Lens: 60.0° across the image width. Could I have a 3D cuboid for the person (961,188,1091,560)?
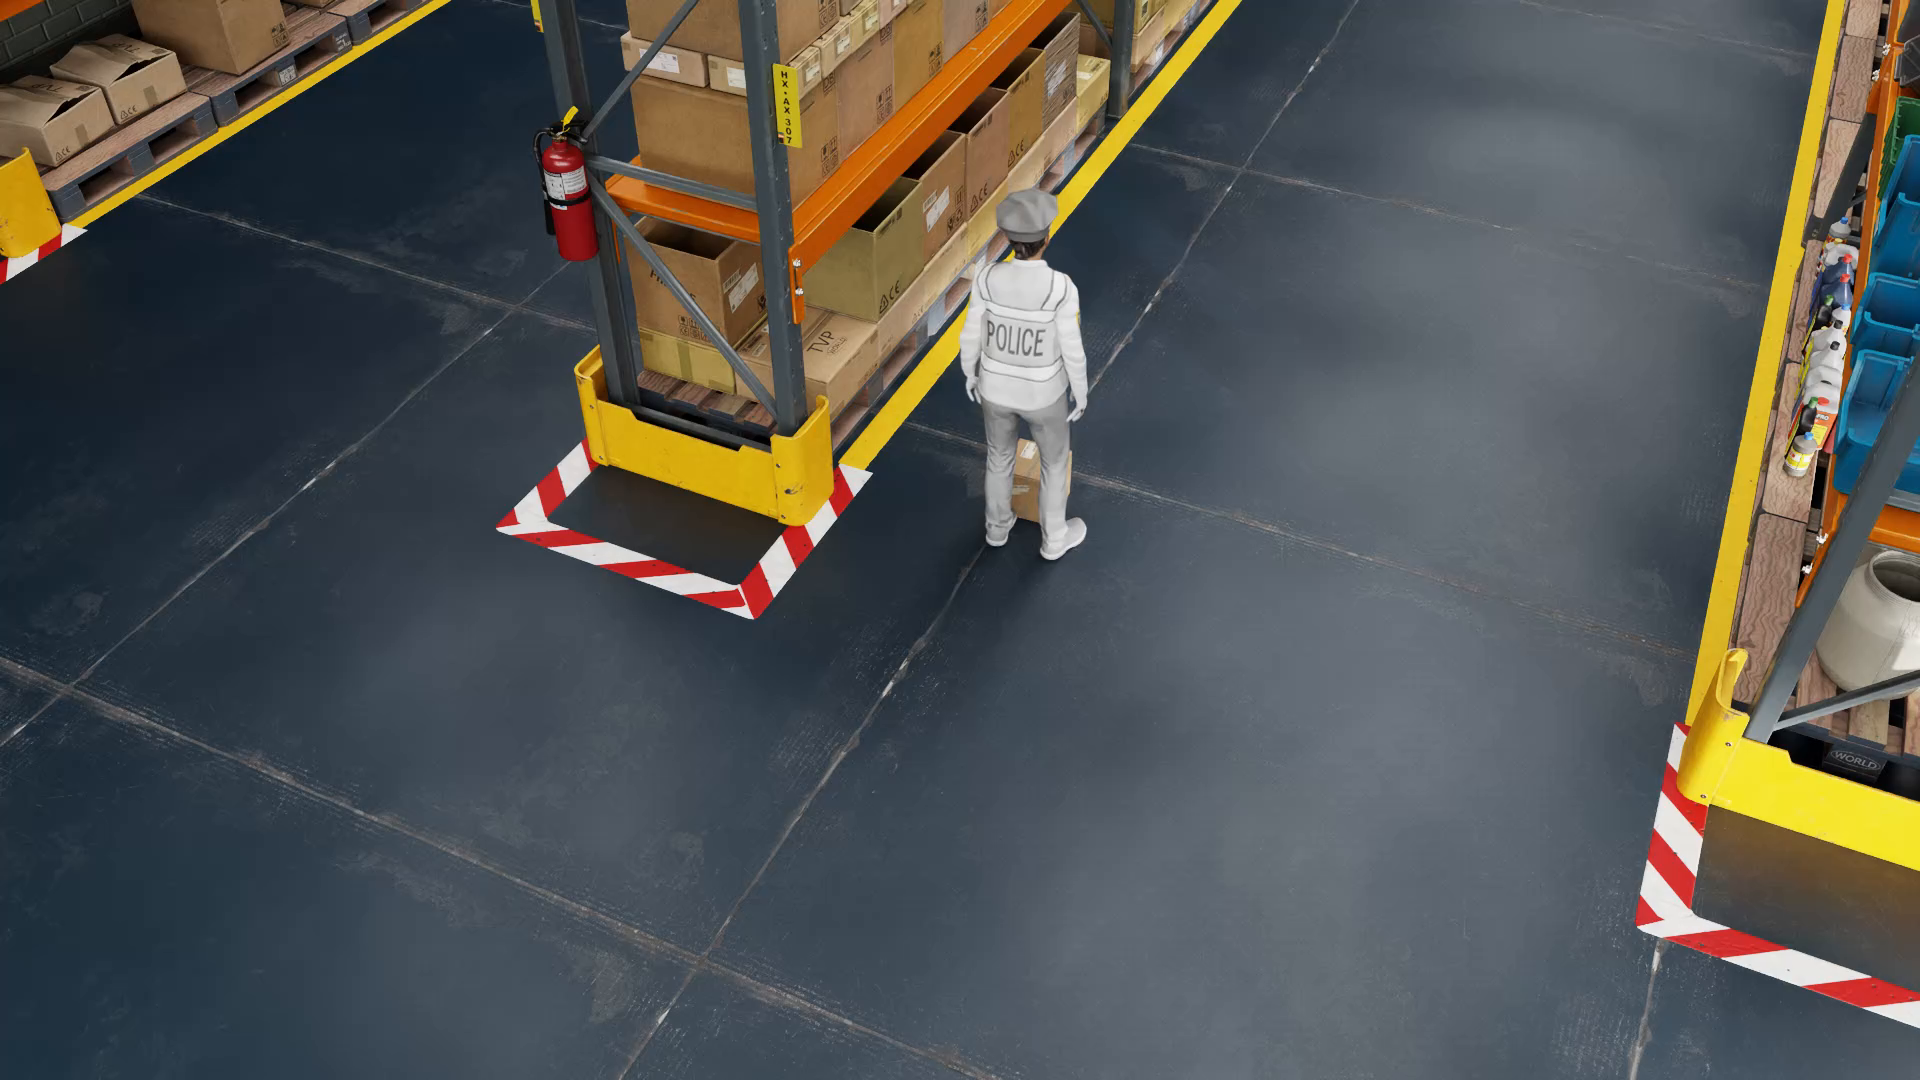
[{"bbox_3d":[0.277,-0.630,6.849,0.548,1.667,0.370,14,44,15],"label":"person"}]
